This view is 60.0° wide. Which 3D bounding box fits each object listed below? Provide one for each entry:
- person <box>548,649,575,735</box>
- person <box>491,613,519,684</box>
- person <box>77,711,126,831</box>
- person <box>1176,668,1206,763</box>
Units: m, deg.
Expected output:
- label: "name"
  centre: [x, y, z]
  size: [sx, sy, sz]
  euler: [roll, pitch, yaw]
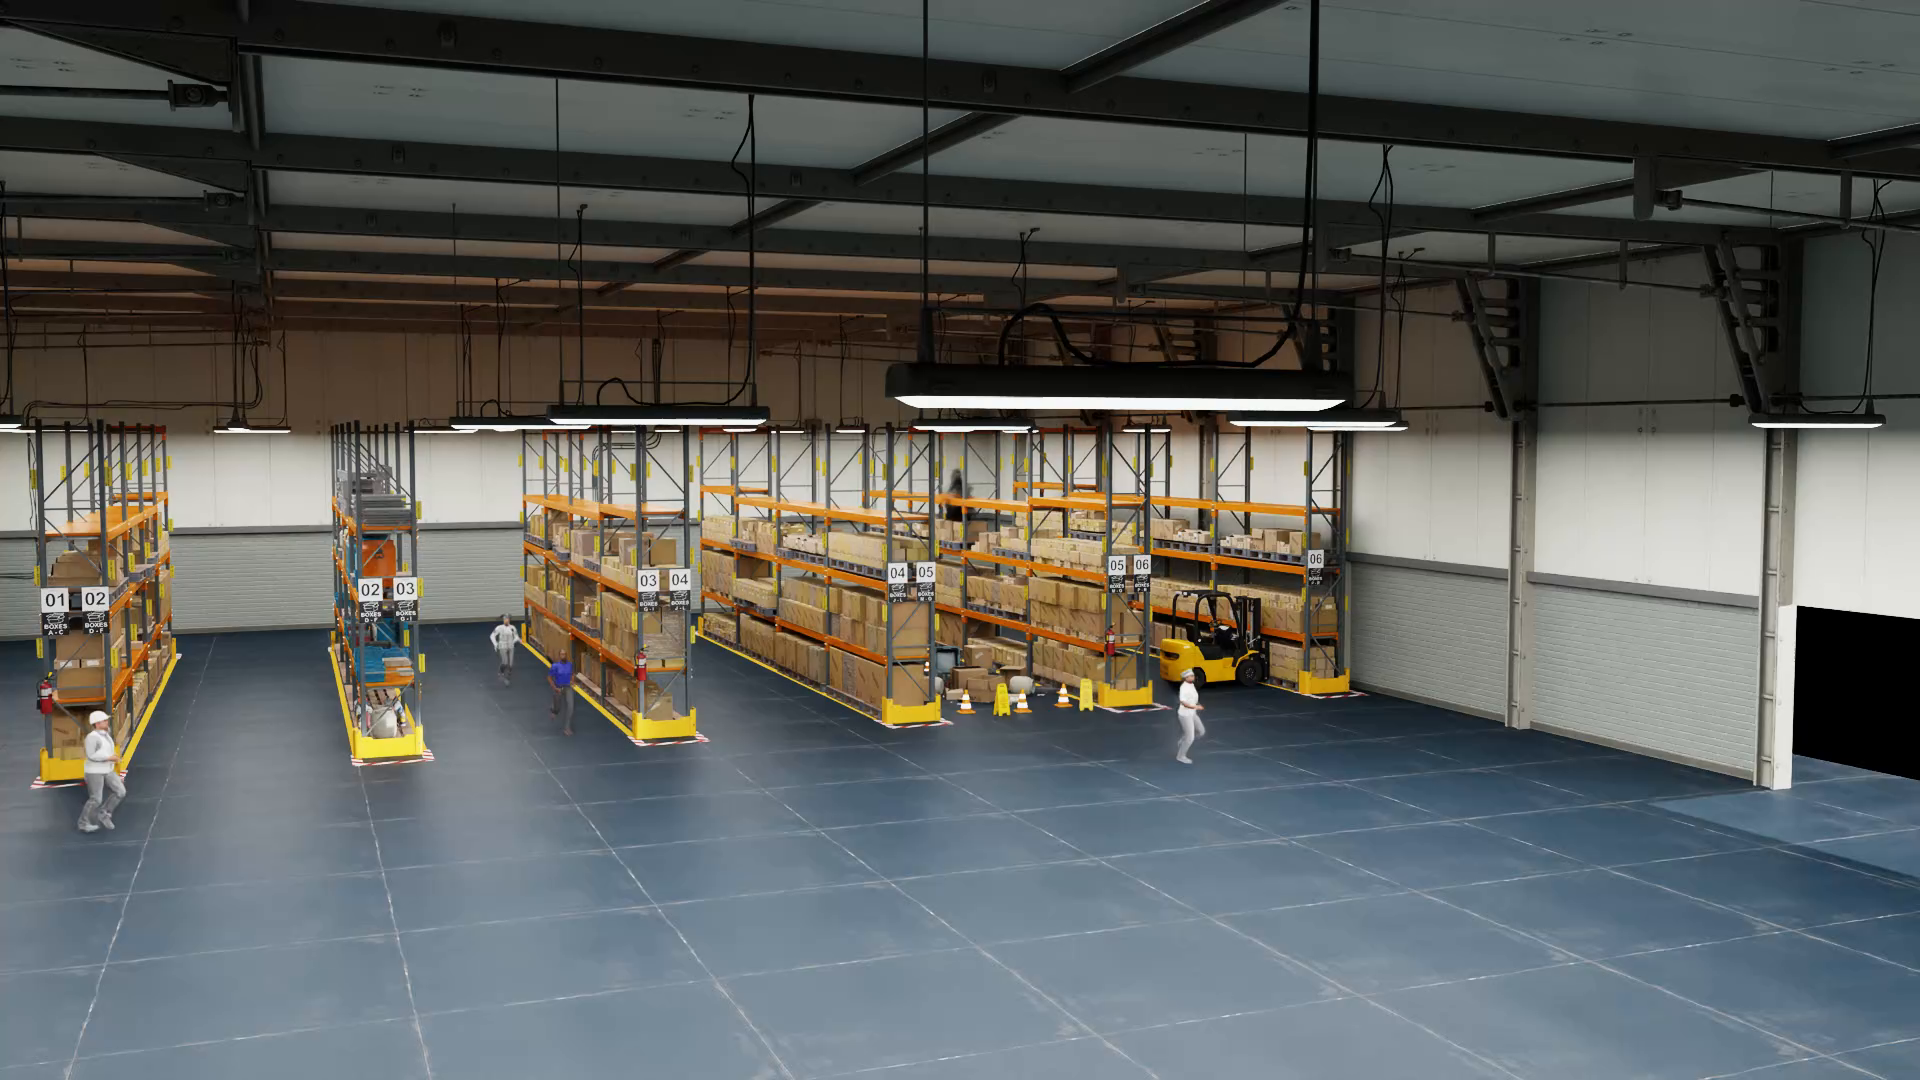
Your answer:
- label: "person"
  centre: [-7.696, 2.929, 32.194]
  size: [0.568, 1.632, 0.870]
  euler: [-2, 4, -30]
- label: "person"
  centre: [-10.407, 2.505, 38.178]
  size: [0.594, 1.651, 0.560]
  euler: [-2, 4, -32]
- label: "person"
  centre: [-12.394, 3.343, 24.008]
  size: [0.721, 1.770, 0.625]
  euler: [0, 4, 2]
- label: "person"
  centre: [4.052, 3.066, 29.143]
  size: [0.537, 1.671, 0.624]
  euler: [2, 4, 26]
